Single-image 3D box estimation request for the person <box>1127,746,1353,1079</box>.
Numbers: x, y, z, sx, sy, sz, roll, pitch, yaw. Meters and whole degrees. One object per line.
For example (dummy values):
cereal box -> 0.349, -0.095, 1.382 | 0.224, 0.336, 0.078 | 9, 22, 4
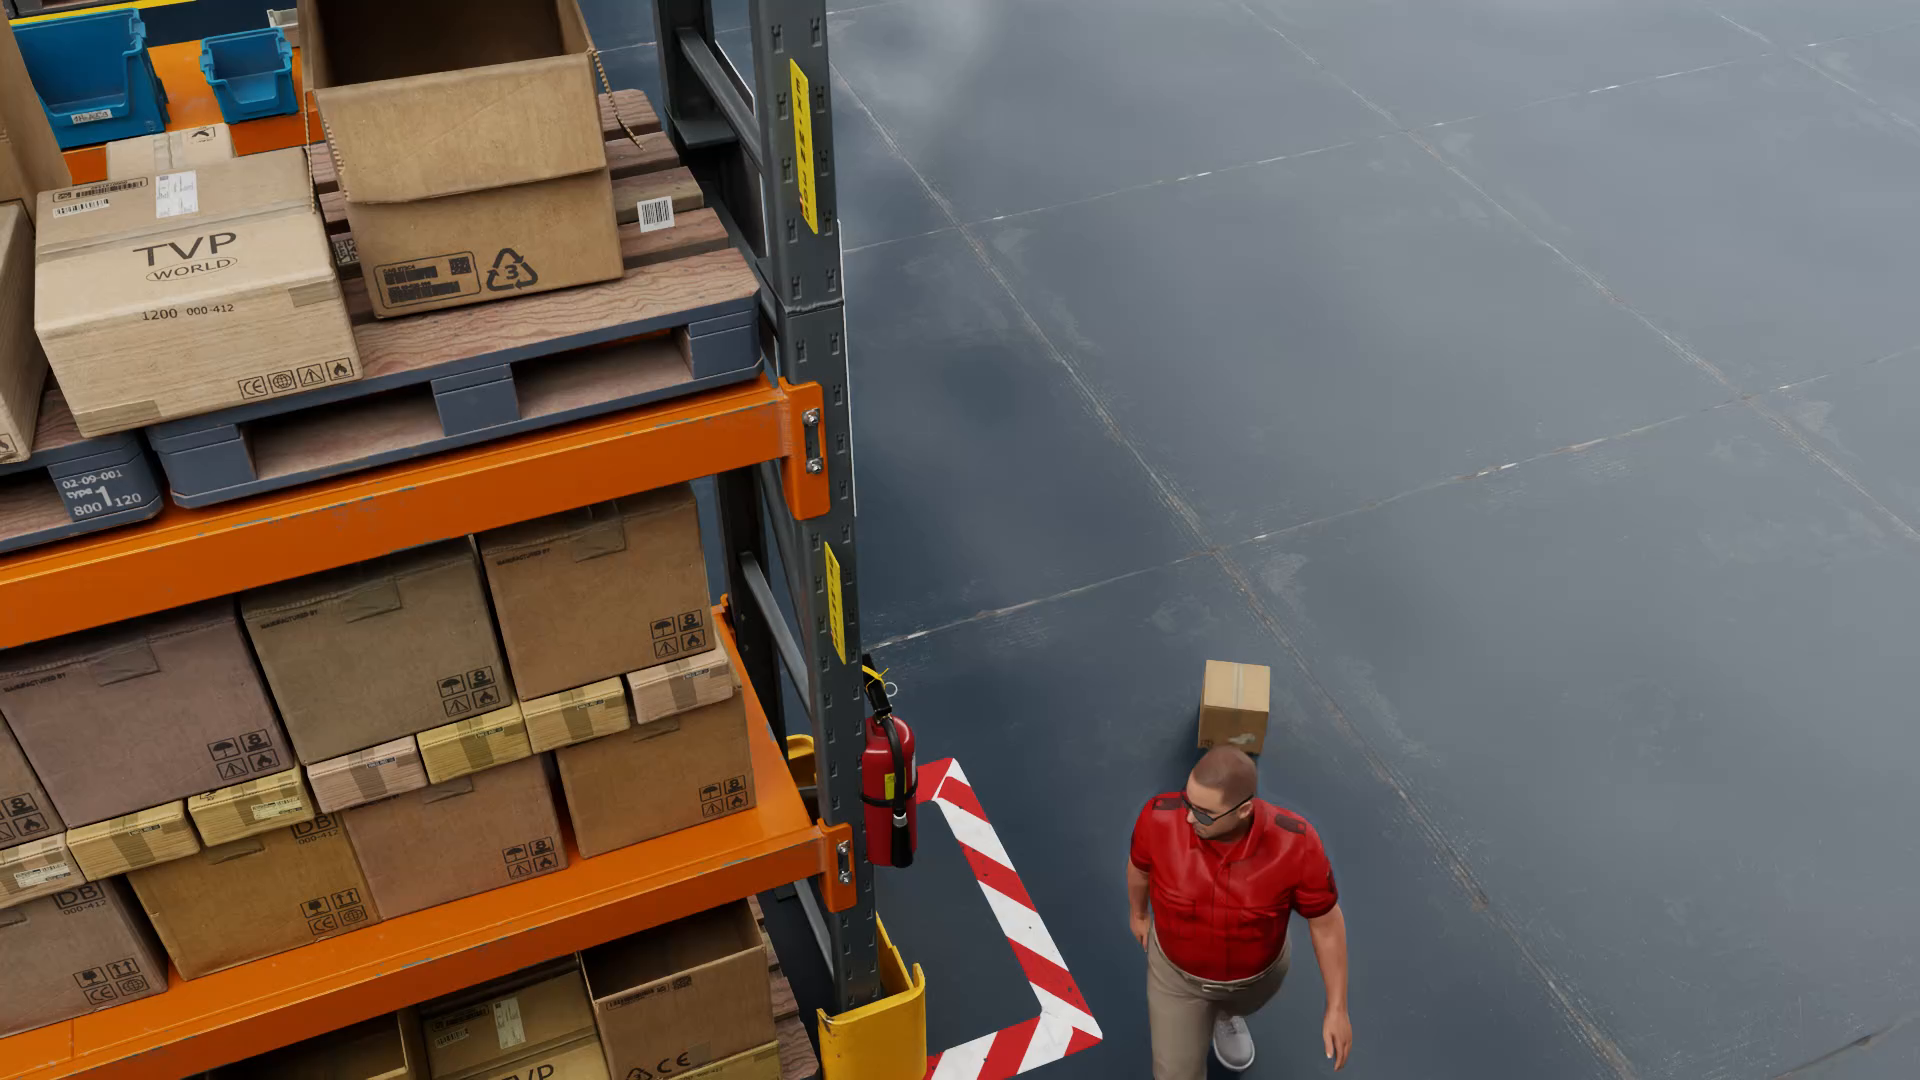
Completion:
person -> 0.785, 1.248, 4.756 | 0.646, 1.680, 0.980 | 4, 42, 4
